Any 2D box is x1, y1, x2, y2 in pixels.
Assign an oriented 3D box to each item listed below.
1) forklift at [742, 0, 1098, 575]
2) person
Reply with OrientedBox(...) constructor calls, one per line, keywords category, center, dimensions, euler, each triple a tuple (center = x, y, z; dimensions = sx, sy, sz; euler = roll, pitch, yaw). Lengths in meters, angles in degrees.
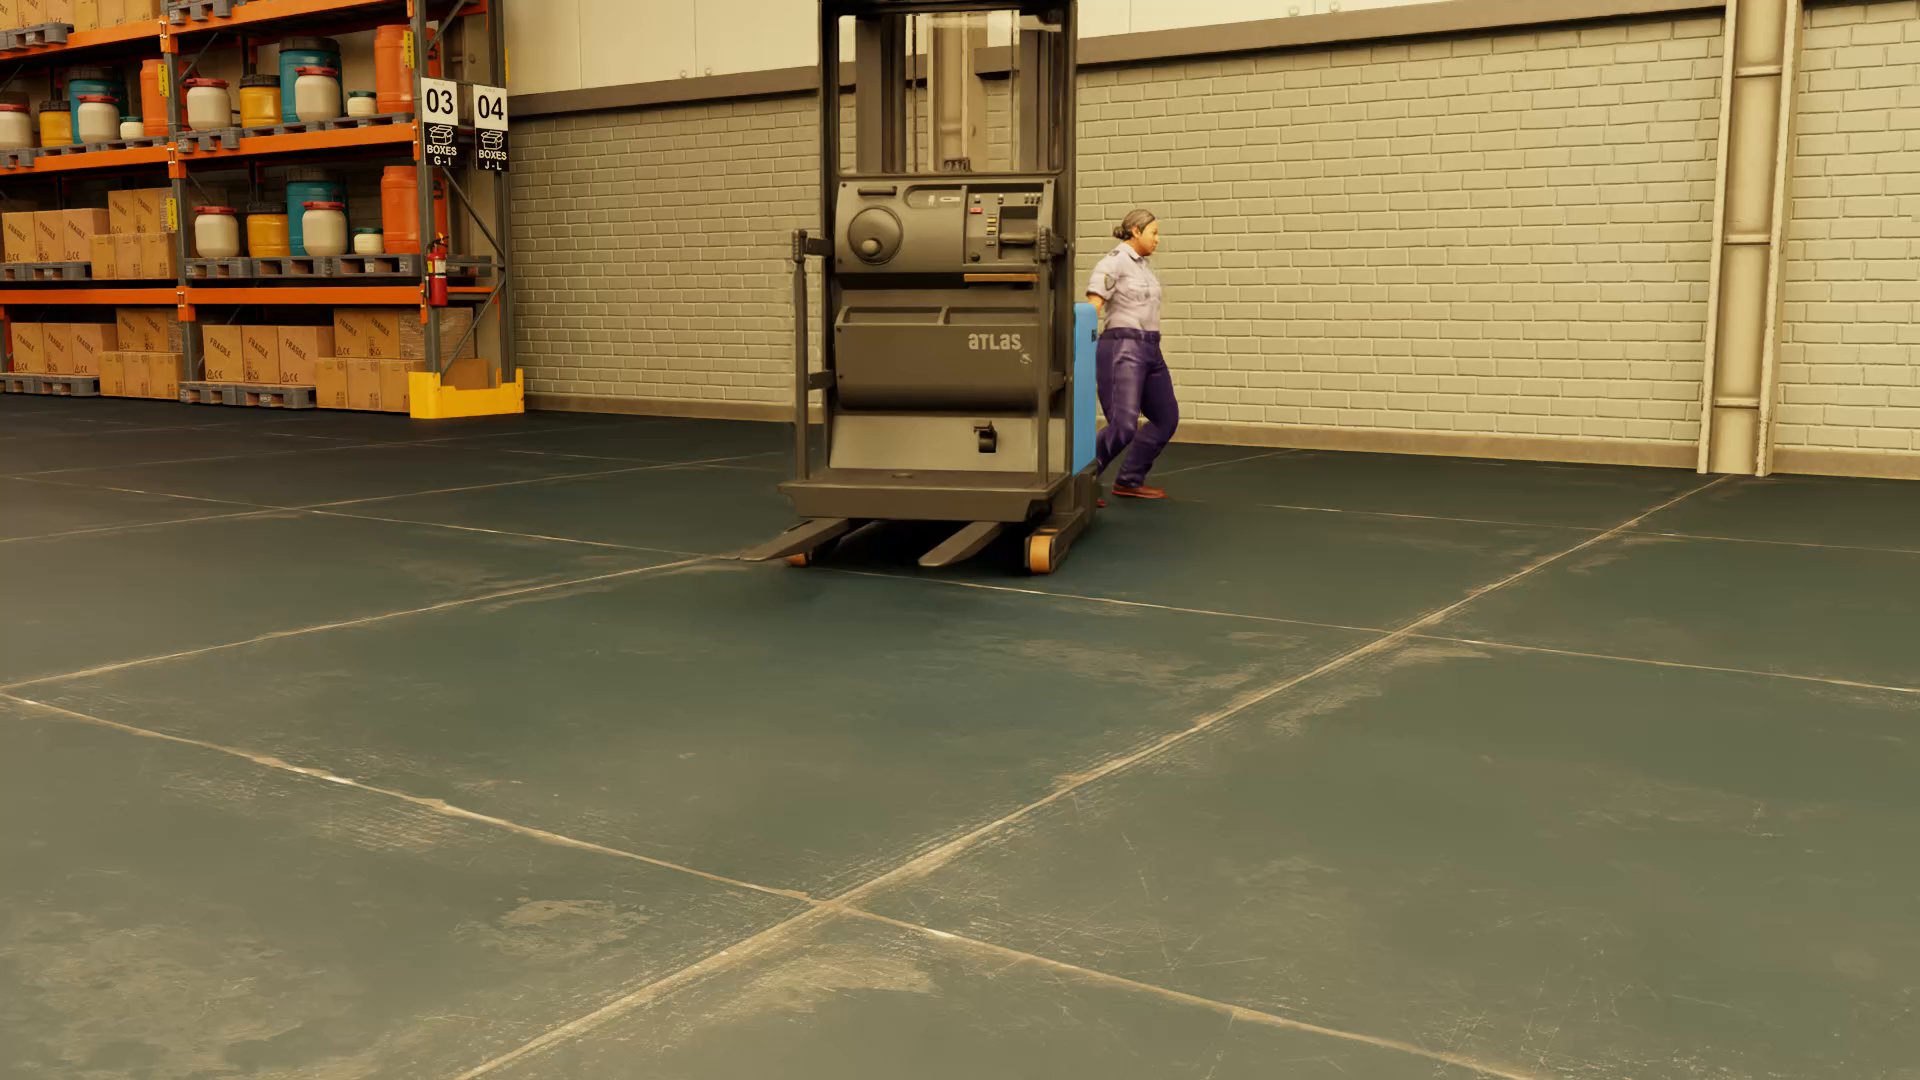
OrientedBox(category="forklift", center=(-0.106, -1.366, 6.796), dimensions=(1.130, 2.935, 3.031), euler=(2, 8, 11))
OrientedBox(category="person", center=(0.838, -0.973, 8.929), dimensions=(0.465, 1.589, 0.818), euler=(6, 10, 35))
